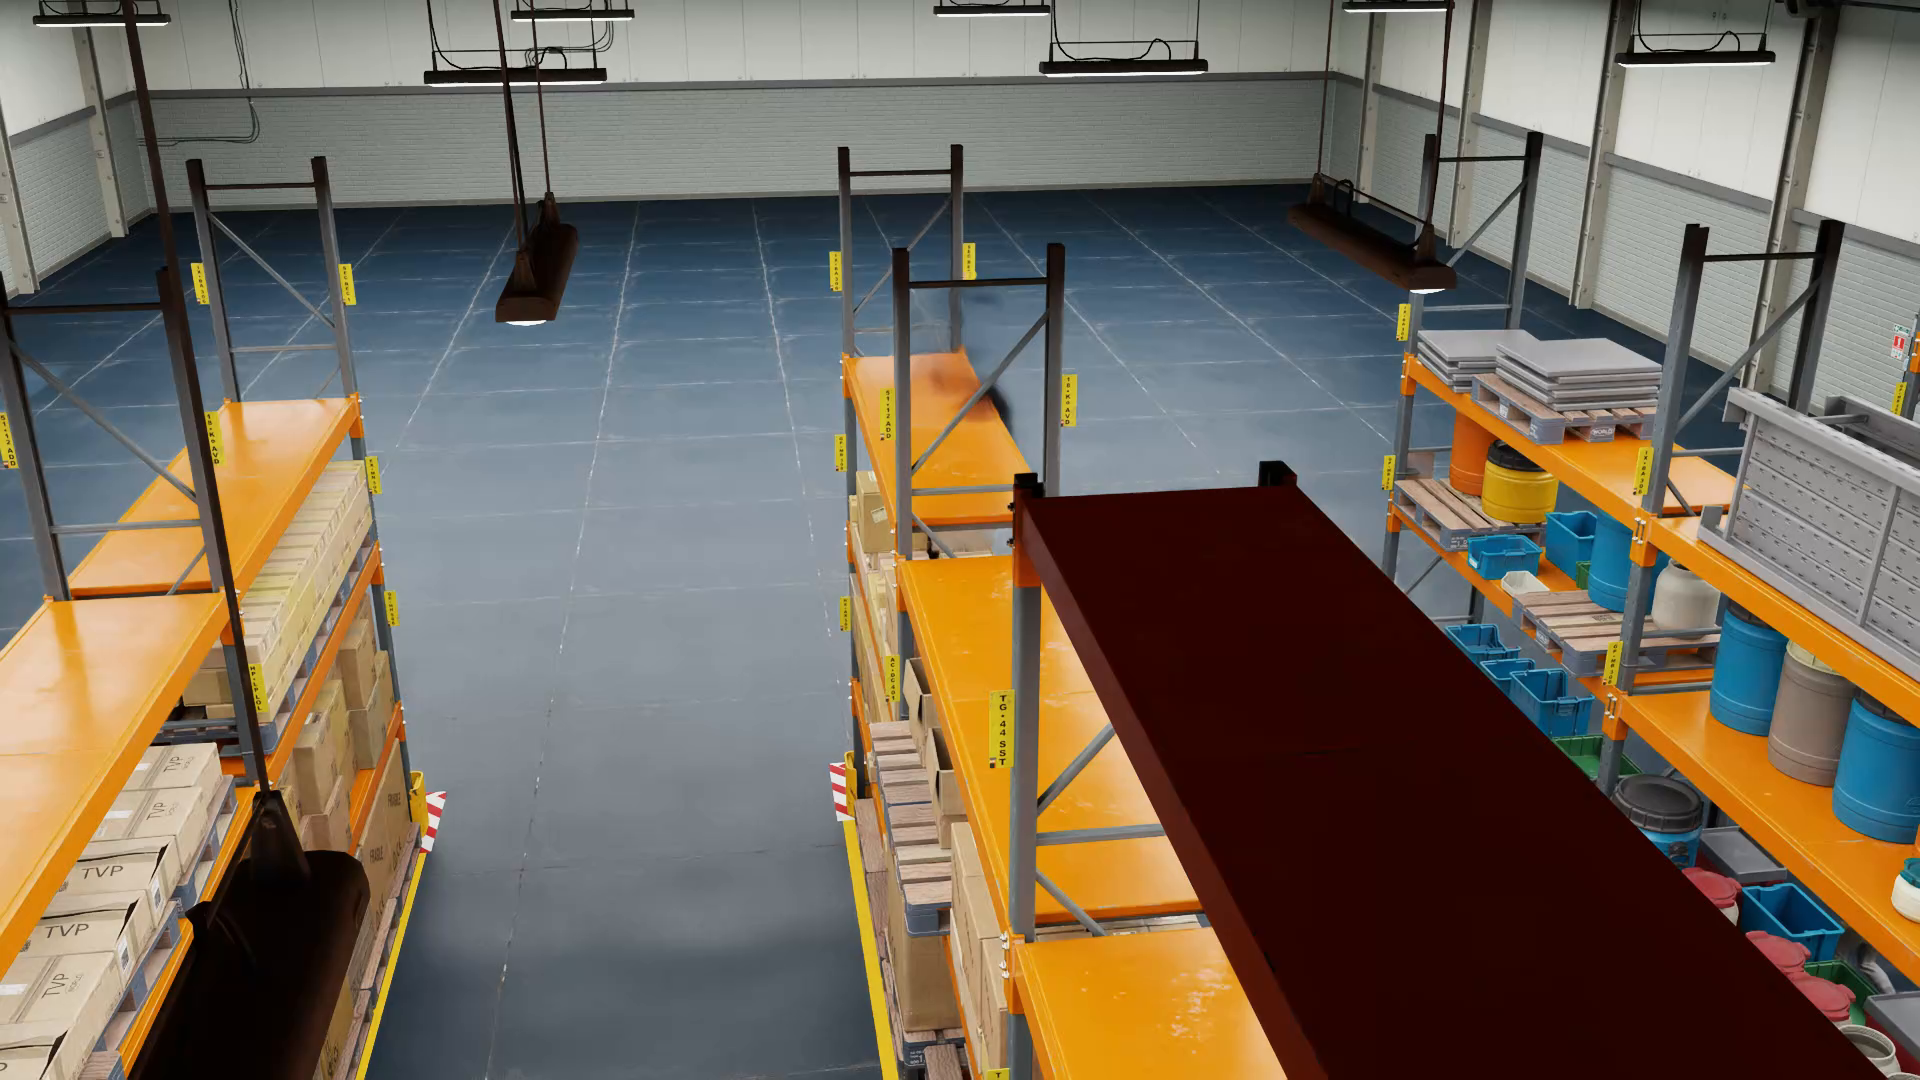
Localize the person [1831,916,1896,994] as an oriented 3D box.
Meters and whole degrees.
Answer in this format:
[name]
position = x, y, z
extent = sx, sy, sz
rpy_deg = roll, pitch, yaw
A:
[person]
position = 6.722, 2.839, 12.219
extent = 0.620, 1.688, 0.785
rpy_deg = -5, 22, -13
